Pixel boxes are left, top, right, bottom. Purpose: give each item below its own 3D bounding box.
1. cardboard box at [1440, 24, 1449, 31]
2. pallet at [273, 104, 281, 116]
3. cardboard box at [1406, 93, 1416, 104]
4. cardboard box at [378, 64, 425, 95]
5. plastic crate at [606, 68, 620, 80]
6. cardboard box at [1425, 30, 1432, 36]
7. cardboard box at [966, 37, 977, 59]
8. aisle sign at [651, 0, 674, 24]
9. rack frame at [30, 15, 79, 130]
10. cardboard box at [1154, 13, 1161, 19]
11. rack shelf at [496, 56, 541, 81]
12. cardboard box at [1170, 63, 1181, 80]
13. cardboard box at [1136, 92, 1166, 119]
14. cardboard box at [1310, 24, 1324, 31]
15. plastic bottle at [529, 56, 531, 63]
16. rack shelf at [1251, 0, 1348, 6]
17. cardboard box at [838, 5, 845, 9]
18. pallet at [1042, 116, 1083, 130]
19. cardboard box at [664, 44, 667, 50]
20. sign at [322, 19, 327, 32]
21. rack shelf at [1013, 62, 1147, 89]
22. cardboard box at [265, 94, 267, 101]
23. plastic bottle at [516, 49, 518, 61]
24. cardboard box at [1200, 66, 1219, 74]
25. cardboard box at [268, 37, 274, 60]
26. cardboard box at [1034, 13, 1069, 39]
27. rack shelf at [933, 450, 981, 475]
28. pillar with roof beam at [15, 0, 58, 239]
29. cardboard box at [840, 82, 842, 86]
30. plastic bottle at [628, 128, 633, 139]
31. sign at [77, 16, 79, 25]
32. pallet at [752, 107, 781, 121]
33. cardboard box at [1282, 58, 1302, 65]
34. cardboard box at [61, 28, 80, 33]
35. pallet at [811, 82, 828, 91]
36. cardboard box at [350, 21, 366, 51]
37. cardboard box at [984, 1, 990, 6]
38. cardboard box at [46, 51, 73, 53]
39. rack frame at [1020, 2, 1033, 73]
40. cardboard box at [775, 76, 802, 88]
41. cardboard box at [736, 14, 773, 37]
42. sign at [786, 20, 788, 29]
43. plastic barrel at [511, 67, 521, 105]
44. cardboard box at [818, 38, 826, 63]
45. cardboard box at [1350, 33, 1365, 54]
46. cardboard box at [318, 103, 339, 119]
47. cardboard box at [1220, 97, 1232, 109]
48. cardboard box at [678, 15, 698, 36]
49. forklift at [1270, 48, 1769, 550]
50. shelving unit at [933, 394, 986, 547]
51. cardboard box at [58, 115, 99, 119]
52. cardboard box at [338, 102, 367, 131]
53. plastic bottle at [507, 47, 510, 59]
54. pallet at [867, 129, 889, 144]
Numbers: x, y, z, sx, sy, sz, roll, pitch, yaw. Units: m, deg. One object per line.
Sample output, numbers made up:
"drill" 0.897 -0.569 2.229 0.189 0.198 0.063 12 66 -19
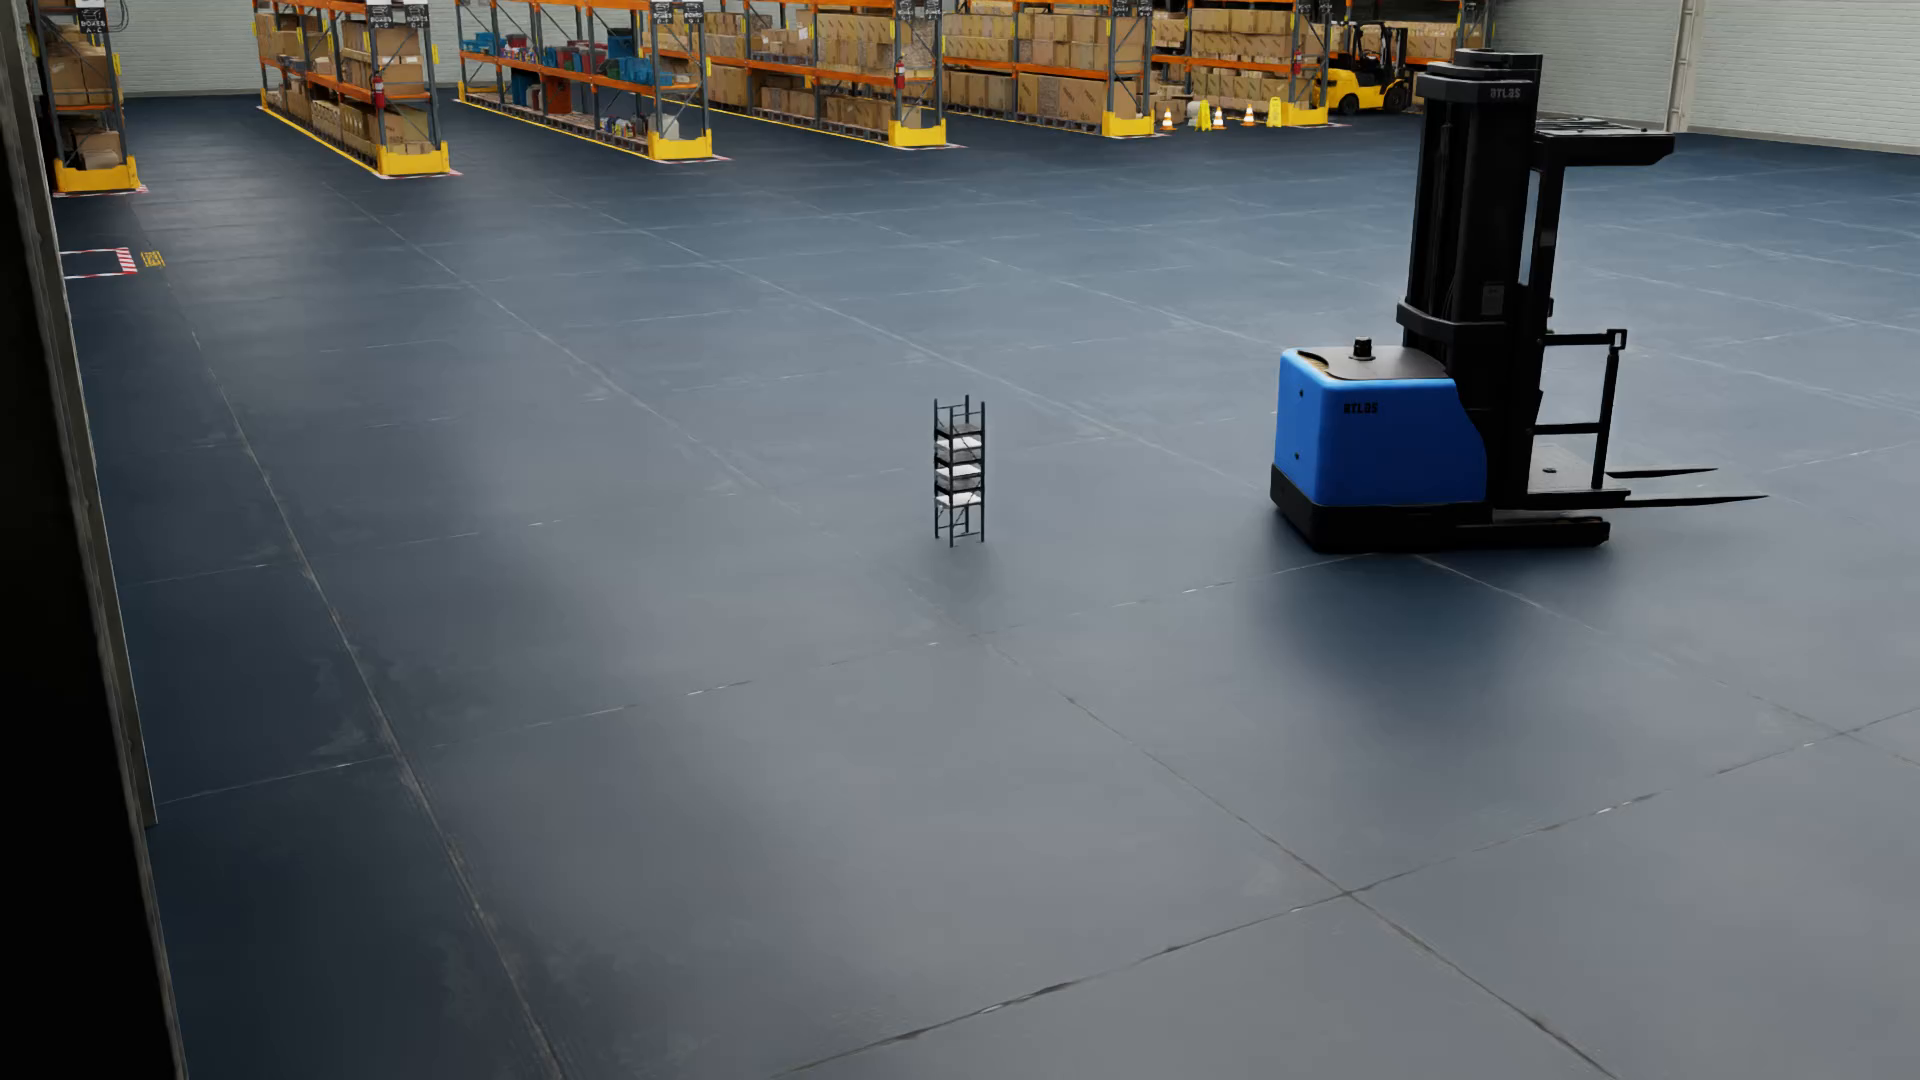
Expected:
"cardboard box" 11.762 -12.318 39.940 0.380 0.149 0.250 -10 21 -27
"pallet" -16.153 -10.523 40.619 1.003 0.211 1.213 -10 21 -27
"cardboard box" 11.303 -10.961 41.183 0.500 0.250 0.500 -10 21 -26
"cardboard box" -9.756 -8.032 28.970 0.700 0.500 0.500 -10 21 -27
"plastic crate" -6.688 -9.230 32.919 0.450 0.188 0.662 -10 21 -27
"cardboard box" 11.526 -12.323 40.410 0.380 0.149 0.250 -10 21 -27
"cardboard box" 0.482 -11.861 40.066 0.500 0.500 0.500 -10 22 -27
"aisle sign" -5.412 -9.777 30.196 0.394 0.787 0.004 -10 21 -27
"rack frame" -19.602 -10.525 36.349 1.000 3.000 0.127 -10 21 -27
"cardboard box" 5.089 -13.127 41.641 0.380 0.149 0.250 -11 22 -29
"rack shelf" -9.933 -11.146 39.250 1.077 0.370 4.000 -10 21 -27
"cardboard box" 6.595 -13.975 49.535 0.500 0.500 0.500 -9 21 -24
"cardboard box" 4.382 -10.181 38.969 0.797 0.637 0.503 -10 21 -27
"cardboard box" 9.486 -13.542 43.945 0.380 0.149 0.250 -11 22 -28
"plastic bottle" -9.838 -11.054 38.185 0.097 0.201 0.097 0 19 0
"rack shelf" 9.413 -14.487 44.336 1.077 0.370 4.000 -10 21 -27
"cardboard box" -3.053 -14.617 46.063 0.500 0.500 0.500 -9 21 -25
"pallet" 2.563 -9.370 37.277 1.003 0.211 1.213 -10 21 -27
"cardboard box" -7.688 -13.187 44.448 0.380 0.149 0.250 -10 21 -26
"sign" -14.757 -11.928 38.639 0.100 0.325 0.005 -10 21 -27
"rack shelf" 2.637 -10.356 36.960 1.077 0.370 4.000 -10 21 -27
"cardboard box" -17.247 -11.129 41.794 0.380 0.149 0.250 -10 21 -27
"plastic bottle" -10.418 -11.437 39.189 0.097 0.271 0.097 0 19 0
"cardboard box" 6.045 -11.369 40.221 0.380 0.149 0.250 -10 21 -26
"cardboard box" -16.199 -11.740 39.715 0.500 0.500 0.500 -9 21 -25
"cardboard box" 2.196 -11.600 37.578 0.875 0.550 0.550 -10 21 -27
"rack shelf" -0.004 -0.481 10.287 0.258 0.077 0.200 -10 21 -27
"pillar with roof beam" -8.359 -8.928 22.522 9.100 9.000 0.400 -10 21 -27
"cardboard box" -3.153 -12.859 46.840 0.380 0.149 0.250 -10 21 -26
"plastic bottle" -6.443 -7.959 32.529 0.097 0.201 0.097 0 19 0
"sign" -21.017 -12.413 39.681 0.100 0.325 0.005 -10 21 -27
"pallet" -4.255 -10.136 39.496 1.003 0.211 1.213 -10 21 -27
"cardboard box" 7.530 -10.873 37.741 0.380 0.149 0.250 -9 21 -25
"cardboard box" -17.947 -10.253 33.771 0.500 0.250 0.500 -10 22 -27
"pallet" -3.620 -13.136 48.189 1.003 0.211 1.213 -10 21 -27
"cardboard box" -10.751 -9.242 30.489 0.700 0.500 0.500 -10 21 -27
"cardboard box" 0.922 -15.740 48.782 0.380 0.149 0.250 -11 22 -28
"cardboard box" -15.033 -7.914 27.832 0.500 0.500 0.500 -10 21 -26
"rack frame" 2.197 -14.362 47.468 1.000 3.000 0.127 -10 21 -27
"cardboard box" -4.019 -10.721 38.925 0.500 0.250 0.500 -7 20 -21
"cardboard box" -4.958 -12.413 40.127 0.797 0.503 0.637 -9 21 -25
"sign" -4.152 -12.275 39.767 0.100 0.325 0.005 -10 21 -27
"plastic barrel" -10.640 -11.108 40.610 0.600 0.901 0.708 -10 21 -27
"cardboard box" -2.566 -10.580 35.897 0.875 0.500 0.500 -10 21 -27
"cardboard box" 10.344 -12.715 42.541 0.500 0.500 0.500 -11 22 -28
"cardboard box" -12.857 -8.817 34.110 0.500 0.311 0.500 -11 22 -28
"cardboard box" 6.556 -10.450 39.701 0.500 0.250 0.500 -10 22 -27
"cardboard box" -6.978 -13.342 43.135 0.500 0.500 0.500 -9 21 -25
"forklift" 3.609 -1.513 10.336 3.031 2.935 1.130 -2 19 -6
"shelving unit" -0.004 -0.428 10.305 0.258 0.900 0.210 -10 21 -27
"cardboard box" -16.664 -7.757 31.484 0.700 0.500 0.500 -10 21 -26
"cardboard box" -11.501 -8.069 31.652 0.500 0.500 0.500 -10 21 -27
"plastic bottle" -10.794 -11.665 39.848 0.097 0.271 0.097 0 19 0
"pallet" -1.217 -8.325 34.246 1.003 0.211 1.213 -10 21 -27
